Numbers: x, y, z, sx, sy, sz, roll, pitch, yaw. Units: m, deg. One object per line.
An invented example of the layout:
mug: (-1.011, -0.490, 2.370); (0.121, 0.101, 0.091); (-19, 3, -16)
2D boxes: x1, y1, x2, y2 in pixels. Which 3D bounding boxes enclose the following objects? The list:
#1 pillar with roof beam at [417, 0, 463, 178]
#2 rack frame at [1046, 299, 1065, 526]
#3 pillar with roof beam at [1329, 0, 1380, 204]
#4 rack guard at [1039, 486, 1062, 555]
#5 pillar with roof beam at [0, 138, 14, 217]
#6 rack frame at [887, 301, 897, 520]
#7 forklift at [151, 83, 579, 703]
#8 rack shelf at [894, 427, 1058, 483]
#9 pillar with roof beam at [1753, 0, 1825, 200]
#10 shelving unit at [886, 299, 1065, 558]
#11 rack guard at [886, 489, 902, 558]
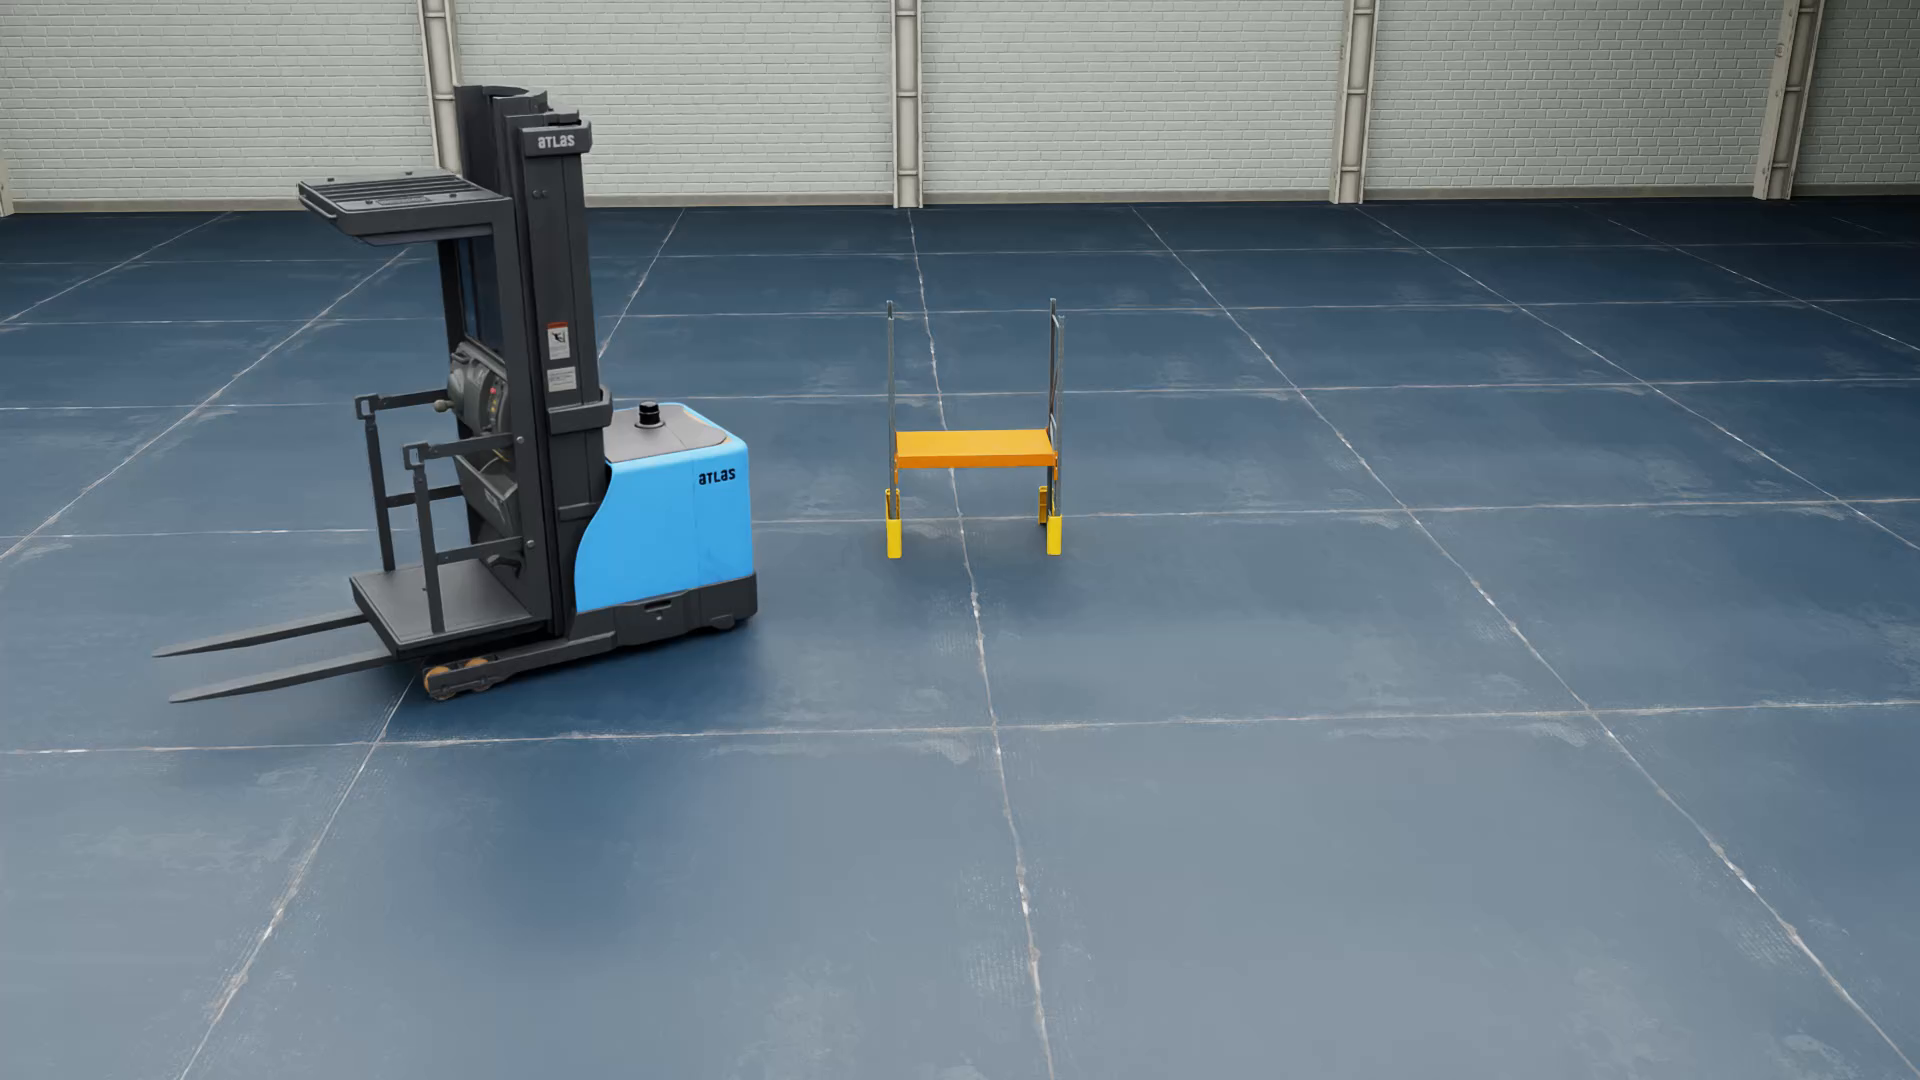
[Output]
pillar with roof beam: (-6.448, -7.073, 16.551); (0.400, 9.000, 9.100); (-1, 21, -3)
rack frame: (0.593, -0.713, 10.386); (0.032, 1.500, 0.500); (-1, 21, -3)
pillar with roof beam: (5.533, -7.317, 17.191); (0.400, 9.000, 9.100); (-1, 21, -3)
rack guard: (0.573, -0.128, 10.607); (0.087, 0.250, 0.587); (-1, 21, -3)
pillar with roof beam: (-12.438, -6.951, 16.231); (0.400, 9.000, 9.100); (-1, 21, -3)
rack frame: (-0.422, -0.692, 10.332); (0.032, 1.500, 0.500); (-1, 21, -3)
forklift: (-2.667, -0.770, 8.523); (3.031, 2.935, 1.121); (-12, 24, -29)
rack shelf: (0.085, -0.535, 10.423); (1.000, 0.185, 0.538); (-1, 21, -3)
pillar with roof beam: (11.523, -7.438, 17.511); (0.400, 9.000, 9.100); (-1, 21, -3)
shelving unit: (0.076, -0.702, 10.358); (1.083, 1.500, 0.587); (-1, 21, -3)
rack guard: (-0.421, -0.108, 10.554); (0.087, 0.250, 0.587); (-1, 21, -3)
